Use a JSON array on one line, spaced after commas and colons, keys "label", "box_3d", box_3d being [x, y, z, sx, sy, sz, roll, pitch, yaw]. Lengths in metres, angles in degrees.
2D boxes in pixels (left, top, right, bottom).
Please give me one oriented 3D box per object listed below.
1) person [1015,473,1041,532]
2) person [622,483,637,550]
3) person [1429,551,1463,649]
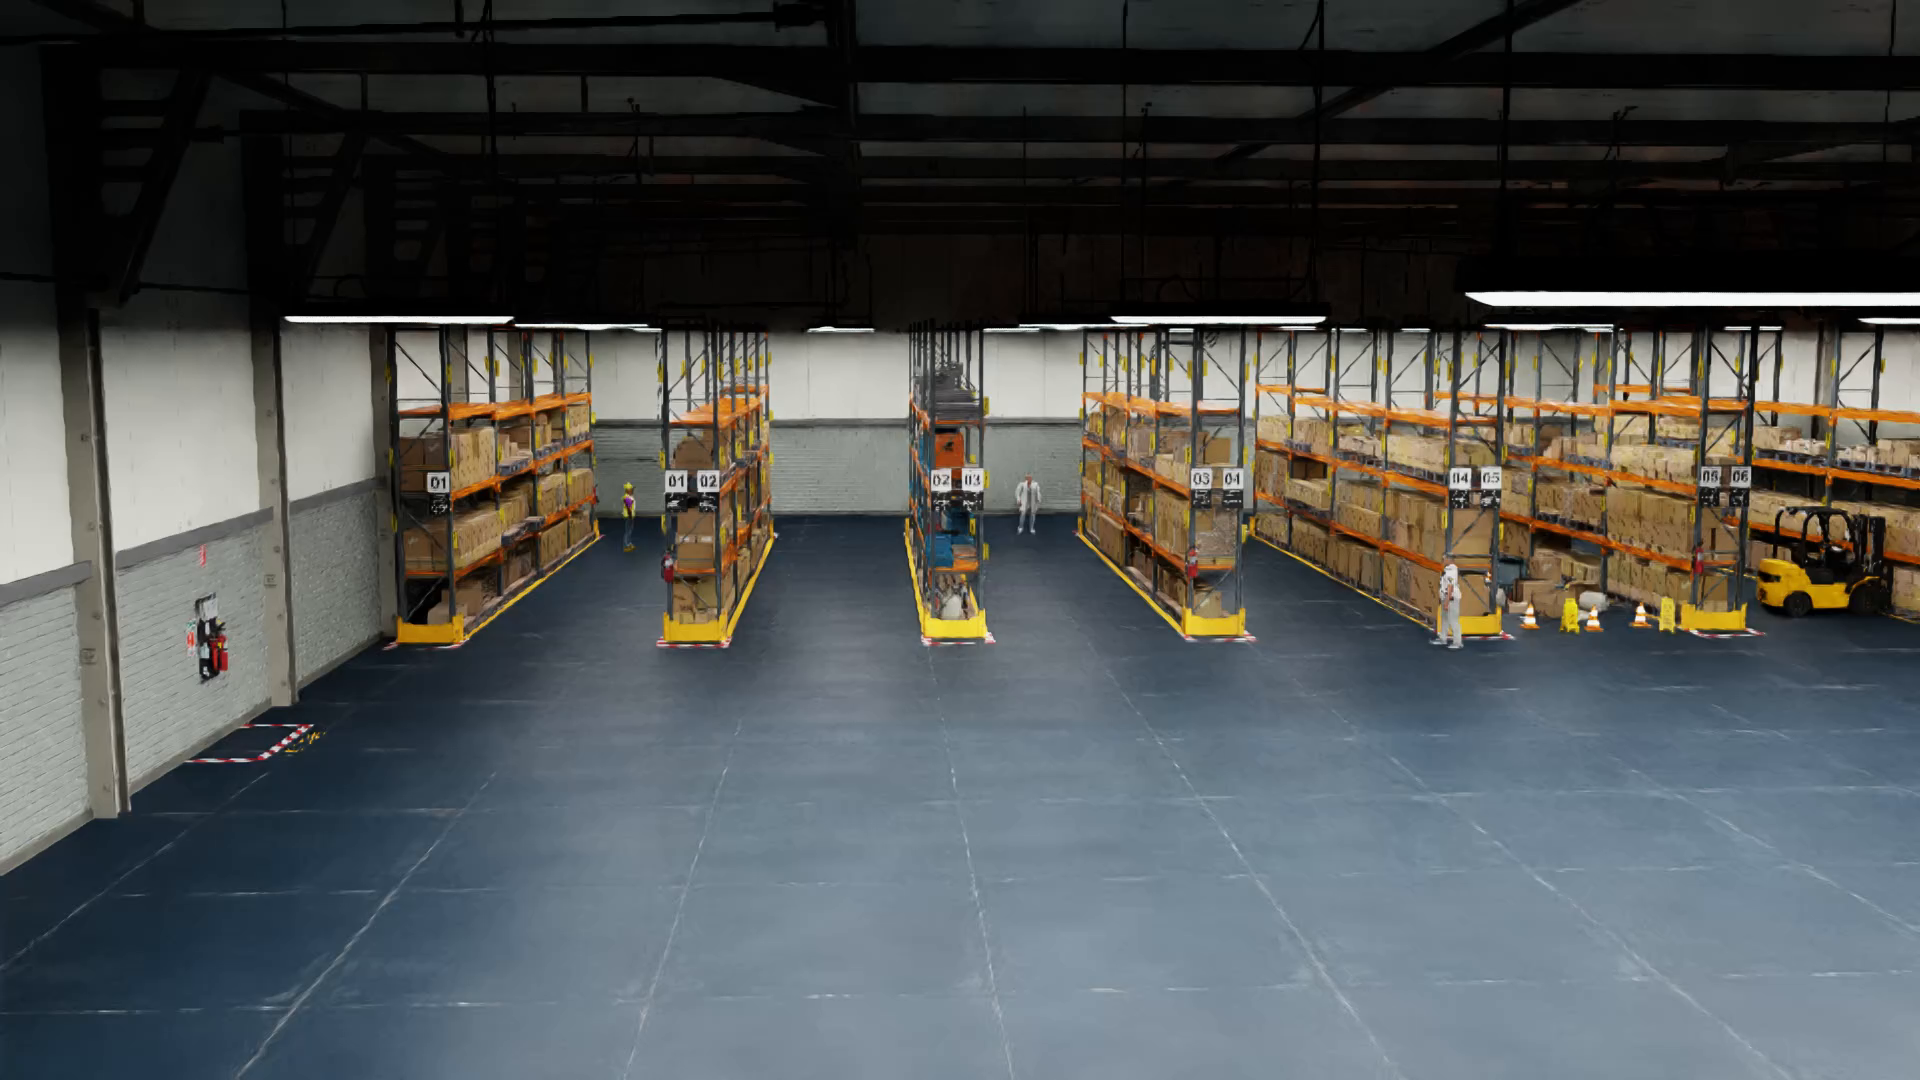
[{"label": "person", "box_3d": [1.967, -1.079, 48.162, 0.729, 1.733, 0.546, -1, 7, -5]}, {"label": "person", "box_3d": [-8.783, -0.635, 44.240, 0.390, 1.767, 0.673, -2, 7, -15]}, {"label": "person", "box_3d": [8.938, 1.079, 30.504, 0.579, 1.745, 0.673, 1, 7, 11]}]
